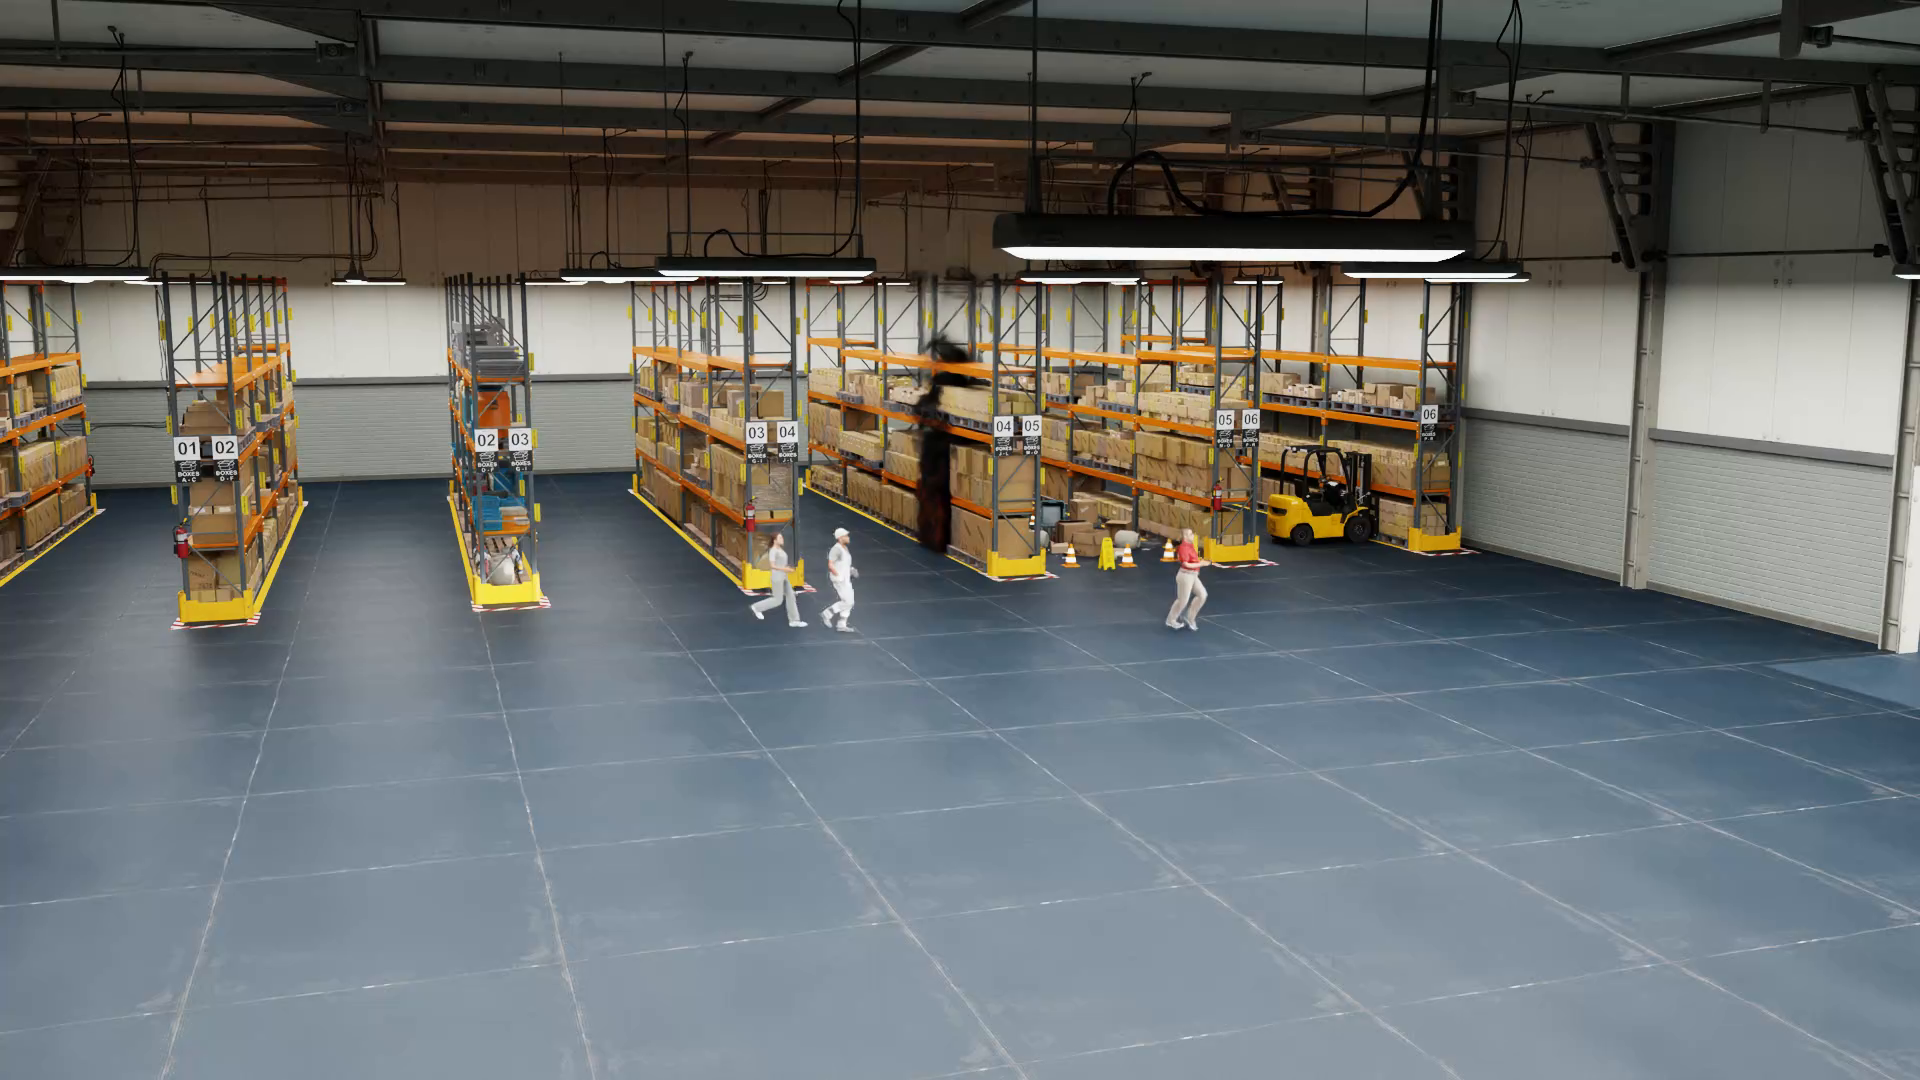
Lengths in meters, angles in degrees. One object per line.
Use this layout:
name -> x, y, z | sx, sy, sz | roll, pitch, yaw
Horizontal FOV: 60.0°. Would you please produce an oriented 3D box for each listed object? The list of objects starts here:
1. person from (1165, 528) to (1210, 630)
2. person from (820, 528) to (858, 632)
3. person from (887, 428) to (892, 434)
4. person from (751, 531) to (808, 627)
person -> 3.843, 0.685, 27.960 | 0.736, 1.765, 0.637 | 4, 9, 23
person -> -2.031, 0.665, 27.895 | 0.593, 1.747, 0.678 | 2, 9, 10
person -> -1.994, -2.367, 48.018 | 0.689, 1.739, 0.820 | -3, 9, -21
person -> -3.071, 0.660, 28.244 | 0.970, 1.633, 0.584 | 2, 9, 11
